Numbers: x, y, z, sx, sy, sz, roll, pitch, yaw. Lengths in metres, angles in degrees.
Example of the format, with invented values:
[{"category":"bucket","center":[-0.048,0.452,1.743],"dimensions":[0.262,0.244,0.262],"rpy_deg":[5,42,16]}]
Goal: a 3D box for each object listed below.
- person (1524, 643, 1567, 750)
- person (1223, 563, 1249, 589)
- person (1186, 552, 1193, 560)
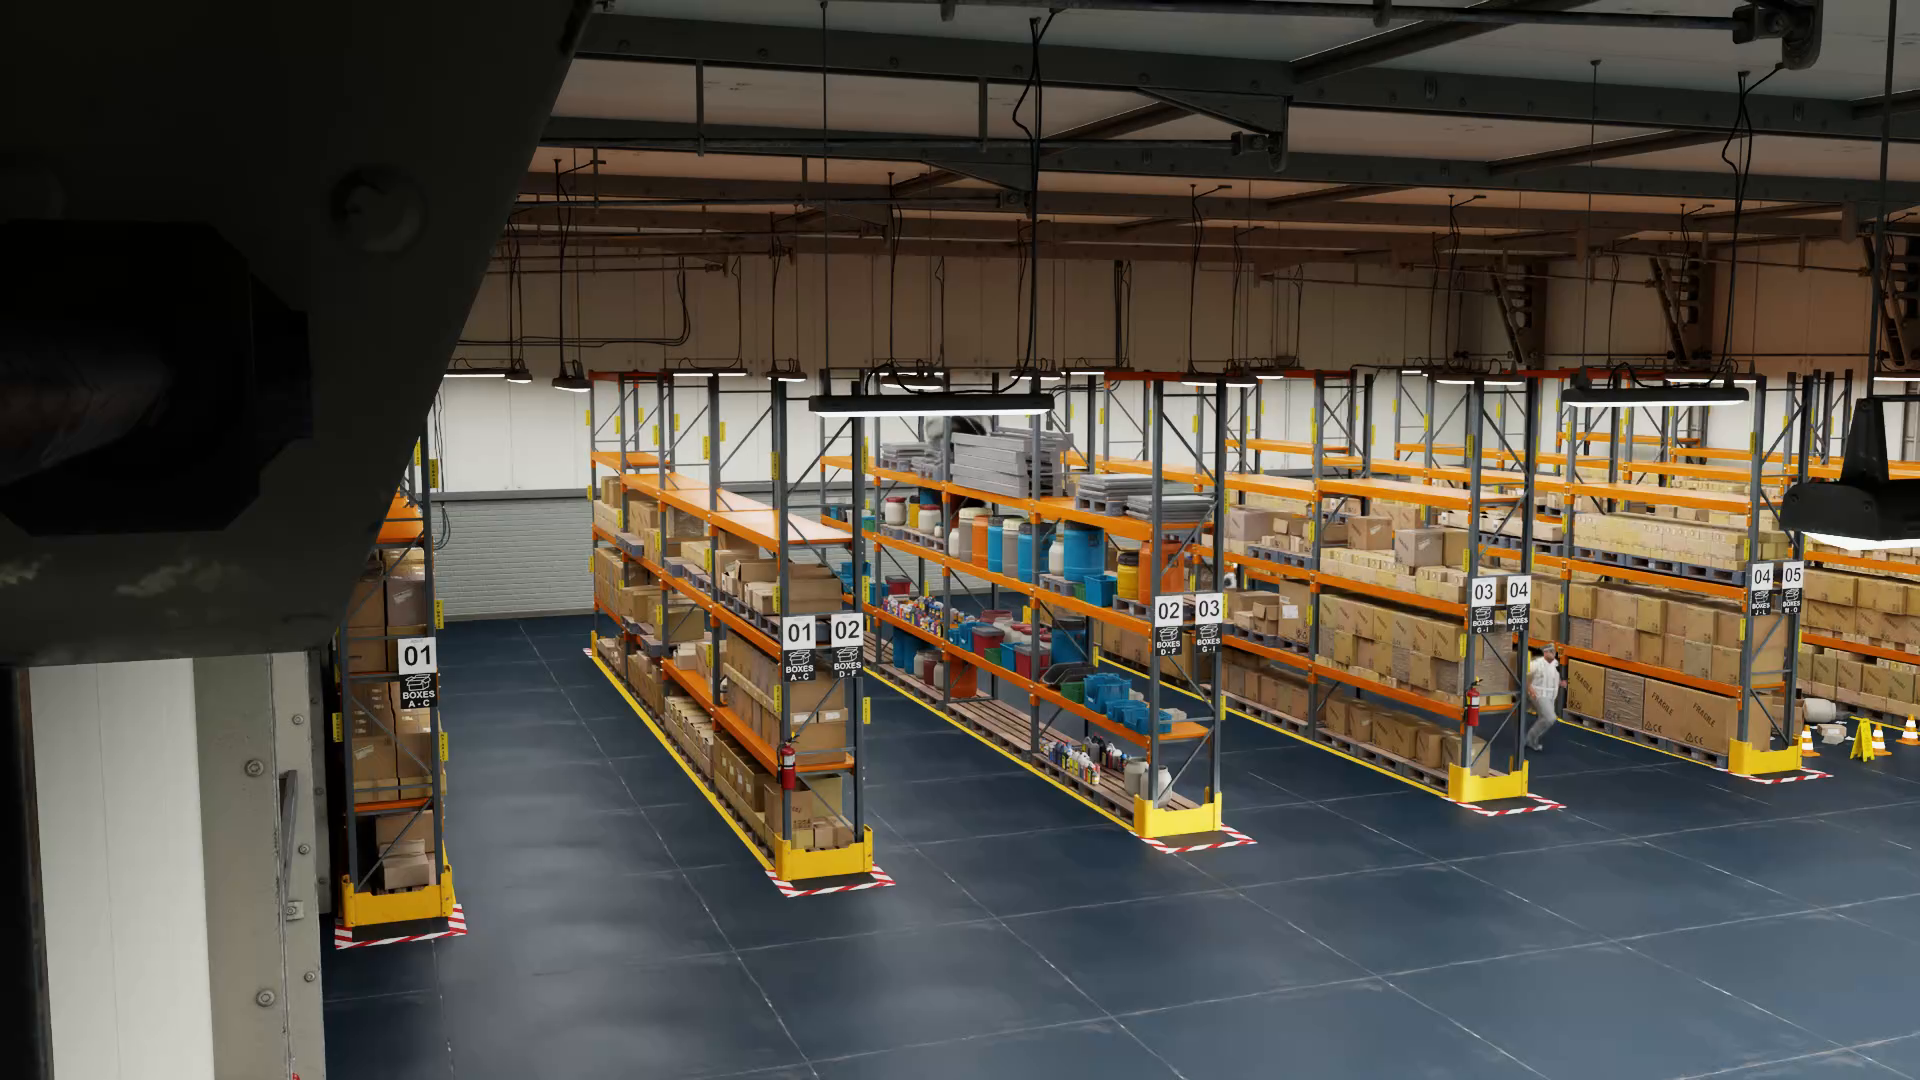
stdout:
[{"category":"person","center":[9.354,2.493,26.565],"dimensions":[0.656,1.740,0.676],"rpy_deg":[-4,8,-34]},{"category":"person","center":[6.119,1.337,36.996],"dimensions":[0.610,1.752,0.824],"rpy_deg":[-3,7,-26]},{"category":"person","center":[5.719,0.990,40.870],"dimensions":[0.614,1.622,0.598],"rpy_deg":[5,8,40]}]
